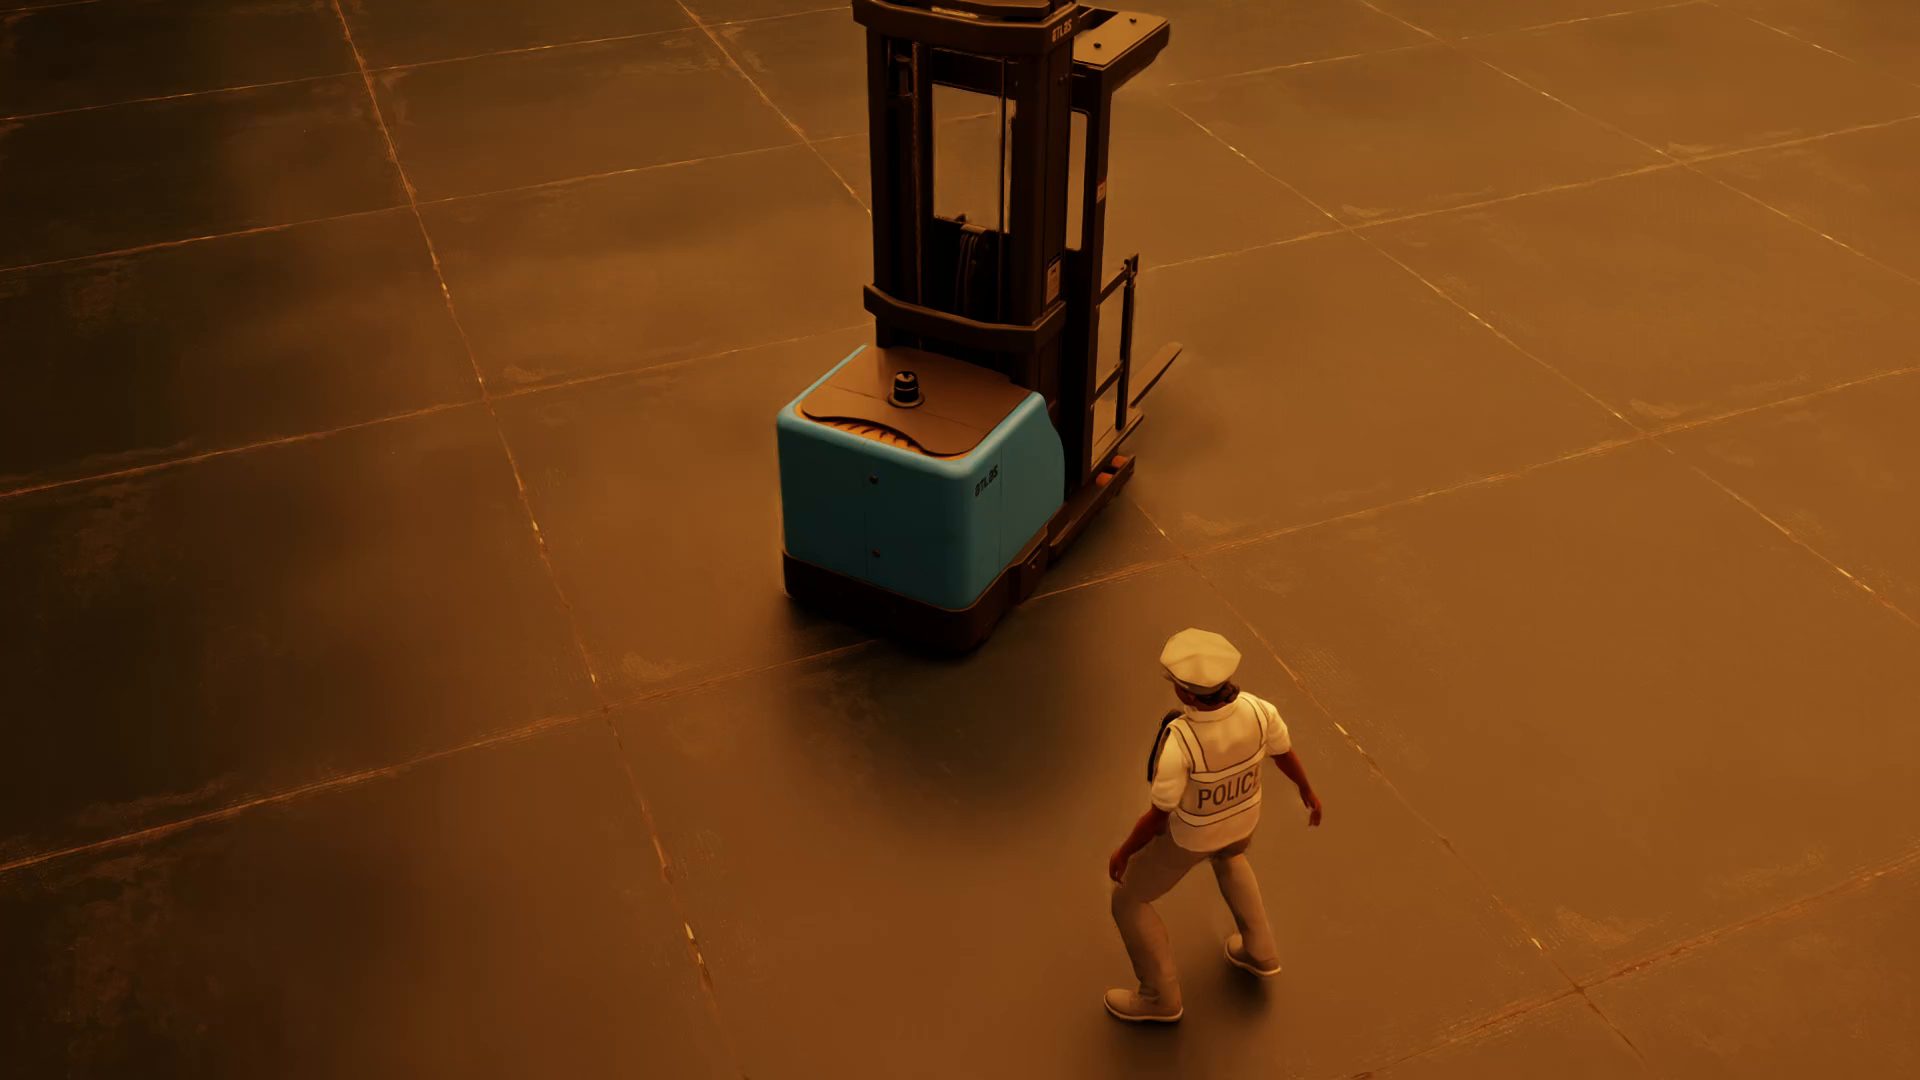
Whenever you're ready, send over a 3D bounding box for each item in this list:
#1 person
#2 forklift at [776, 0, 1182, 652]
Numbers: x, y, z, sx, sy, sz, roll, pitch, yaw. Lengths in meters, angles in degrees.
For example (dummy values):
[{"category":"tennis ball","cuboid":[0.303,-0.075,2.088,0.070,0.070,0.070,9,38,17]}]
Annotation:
[{"category":"person","cuboid":[0.908,1.001,5.870,0.812,1.583,0.469,-16,38,-21]},{"category":"forklift","cuboid":[0.293,-1.505,8.215,1.130,2.935,3.031,18,39,23]}]
